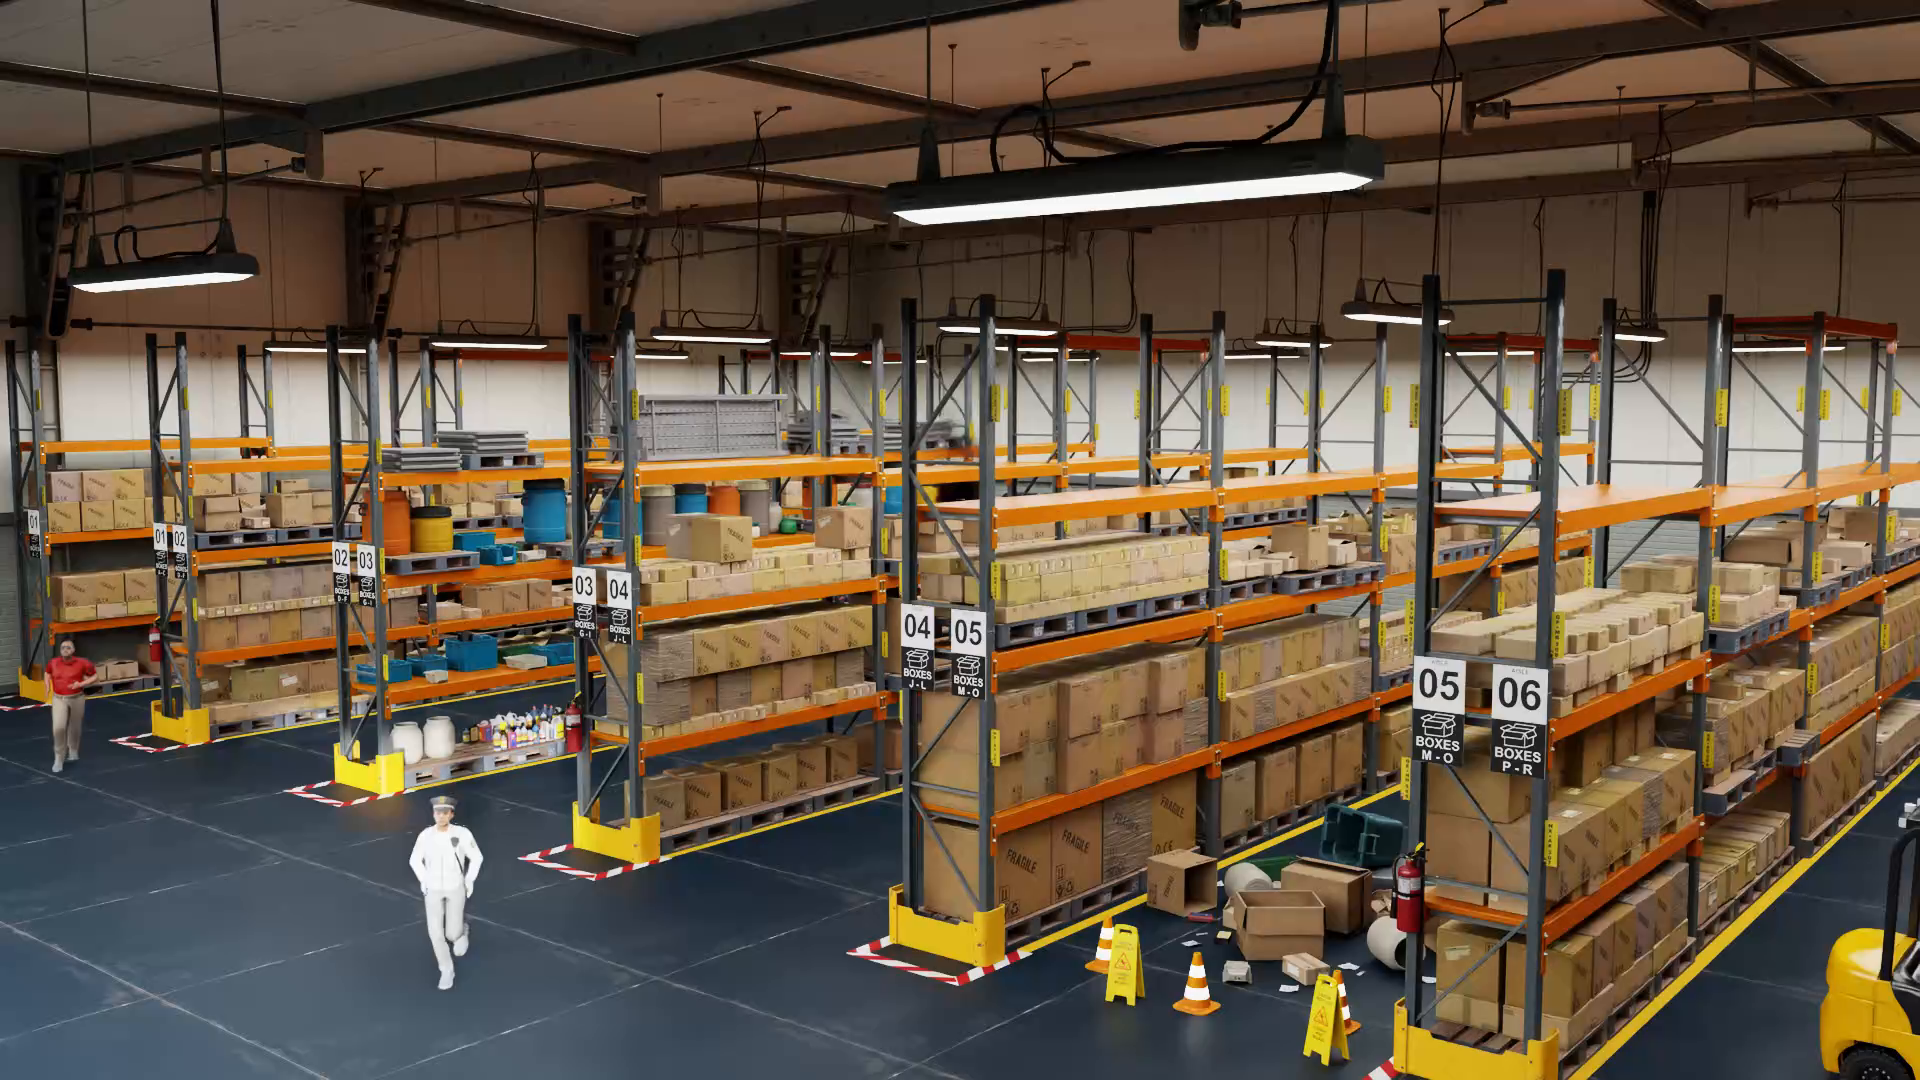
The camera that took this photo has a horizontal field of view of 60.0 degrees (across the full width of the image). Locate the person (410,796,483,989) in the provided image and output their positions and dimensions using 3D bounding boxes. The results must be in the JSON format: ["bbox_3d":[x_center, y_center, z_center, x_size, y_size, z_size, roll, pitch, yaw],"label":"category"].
[{"bbox_3d":[-4.505,3.044,14.567,0.617,1.663,0.522,-1,5,-7],"label":"person"}]

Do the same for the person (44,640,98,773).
[{"bbox_3d":[-12.205,2.261,22.858,0.677,1.802,0.731,-2,6,-22],"label":"person"}]
